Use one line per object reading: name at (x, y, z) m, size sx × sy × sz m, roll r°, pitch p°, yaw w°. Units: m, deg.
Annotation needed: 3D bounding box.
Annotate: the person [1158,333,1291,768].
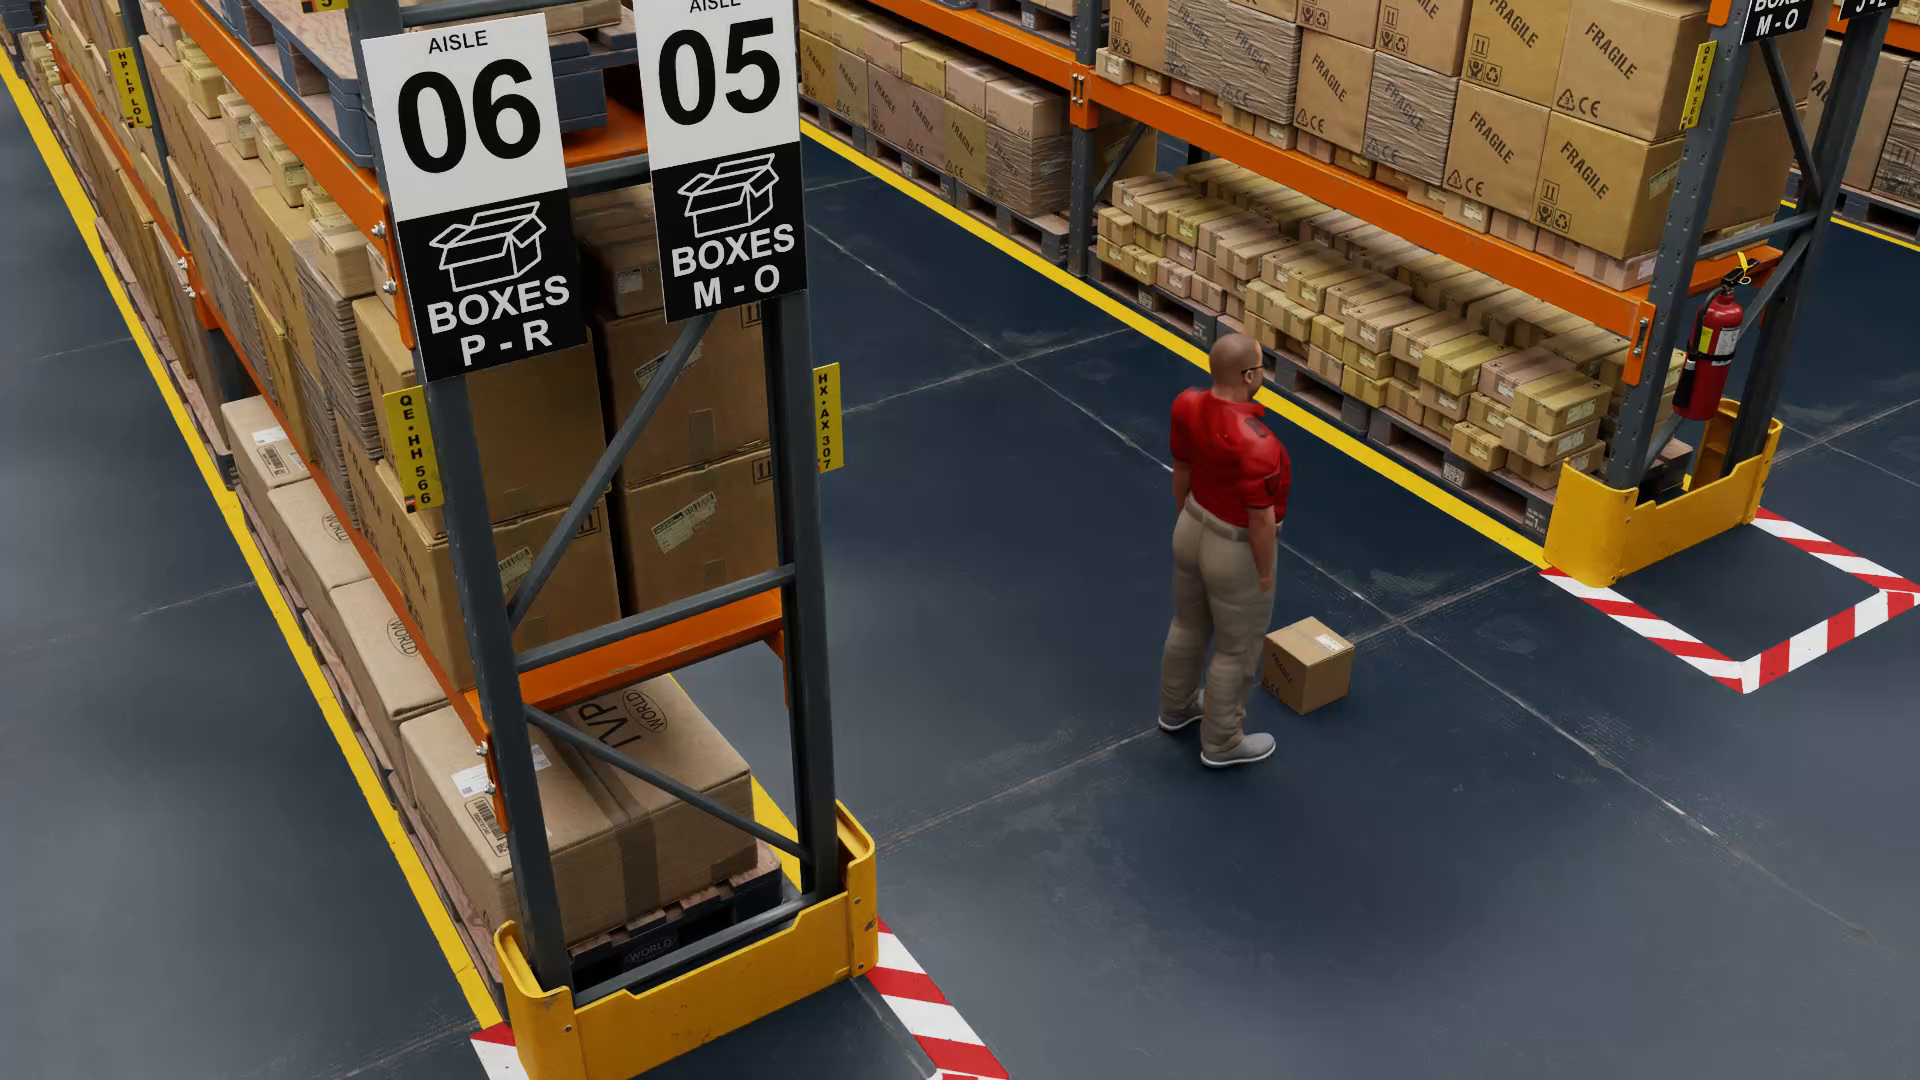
person at (0.985, 0.026, 6.122) m, size 0.361 × 1.734 × 0.532 m, roll -19°, pitch 37°, yaw -27°
